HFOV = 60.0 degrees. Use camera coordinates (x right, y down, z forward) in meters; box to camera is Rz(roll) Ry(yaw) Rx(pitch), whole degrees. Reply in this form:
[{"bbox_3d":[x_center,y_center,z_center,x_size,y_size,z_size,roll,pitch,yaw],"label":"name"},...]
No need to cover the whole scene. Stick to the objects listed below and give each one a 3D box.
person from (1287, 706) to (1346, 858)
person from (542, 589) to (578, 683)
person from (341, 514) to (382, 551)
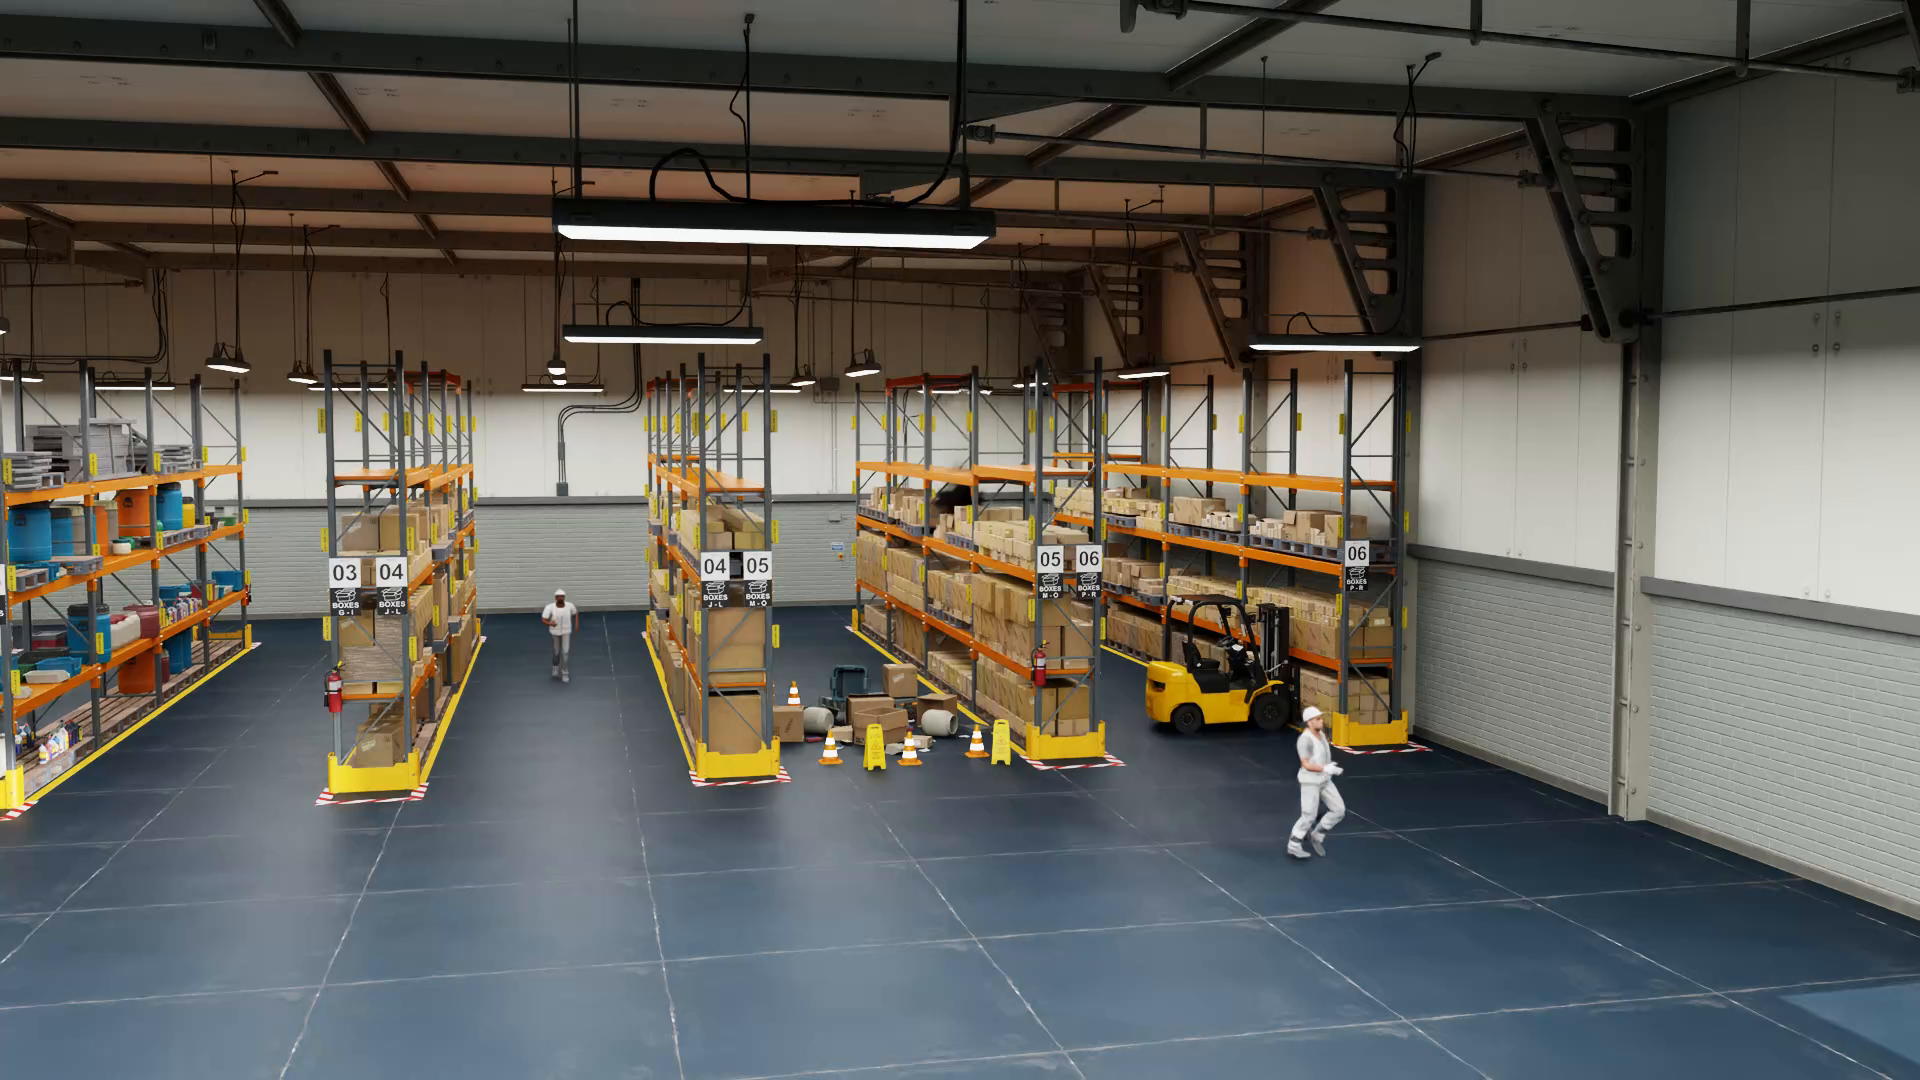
[{"bbox_3d":[4.106,2.781,19.029,0.698,1.754,0.637,4,5,43],"label":"person"},{"bbox_3d":[-7.821,1.850,32.560,0.723,1.795,0.864,-1,4,-19],"label":"person"},{"bbox_3d":[-4.972,0.881,32.846,18.168,3.713,7.974,-4,6,-44],"label":"person"}]
